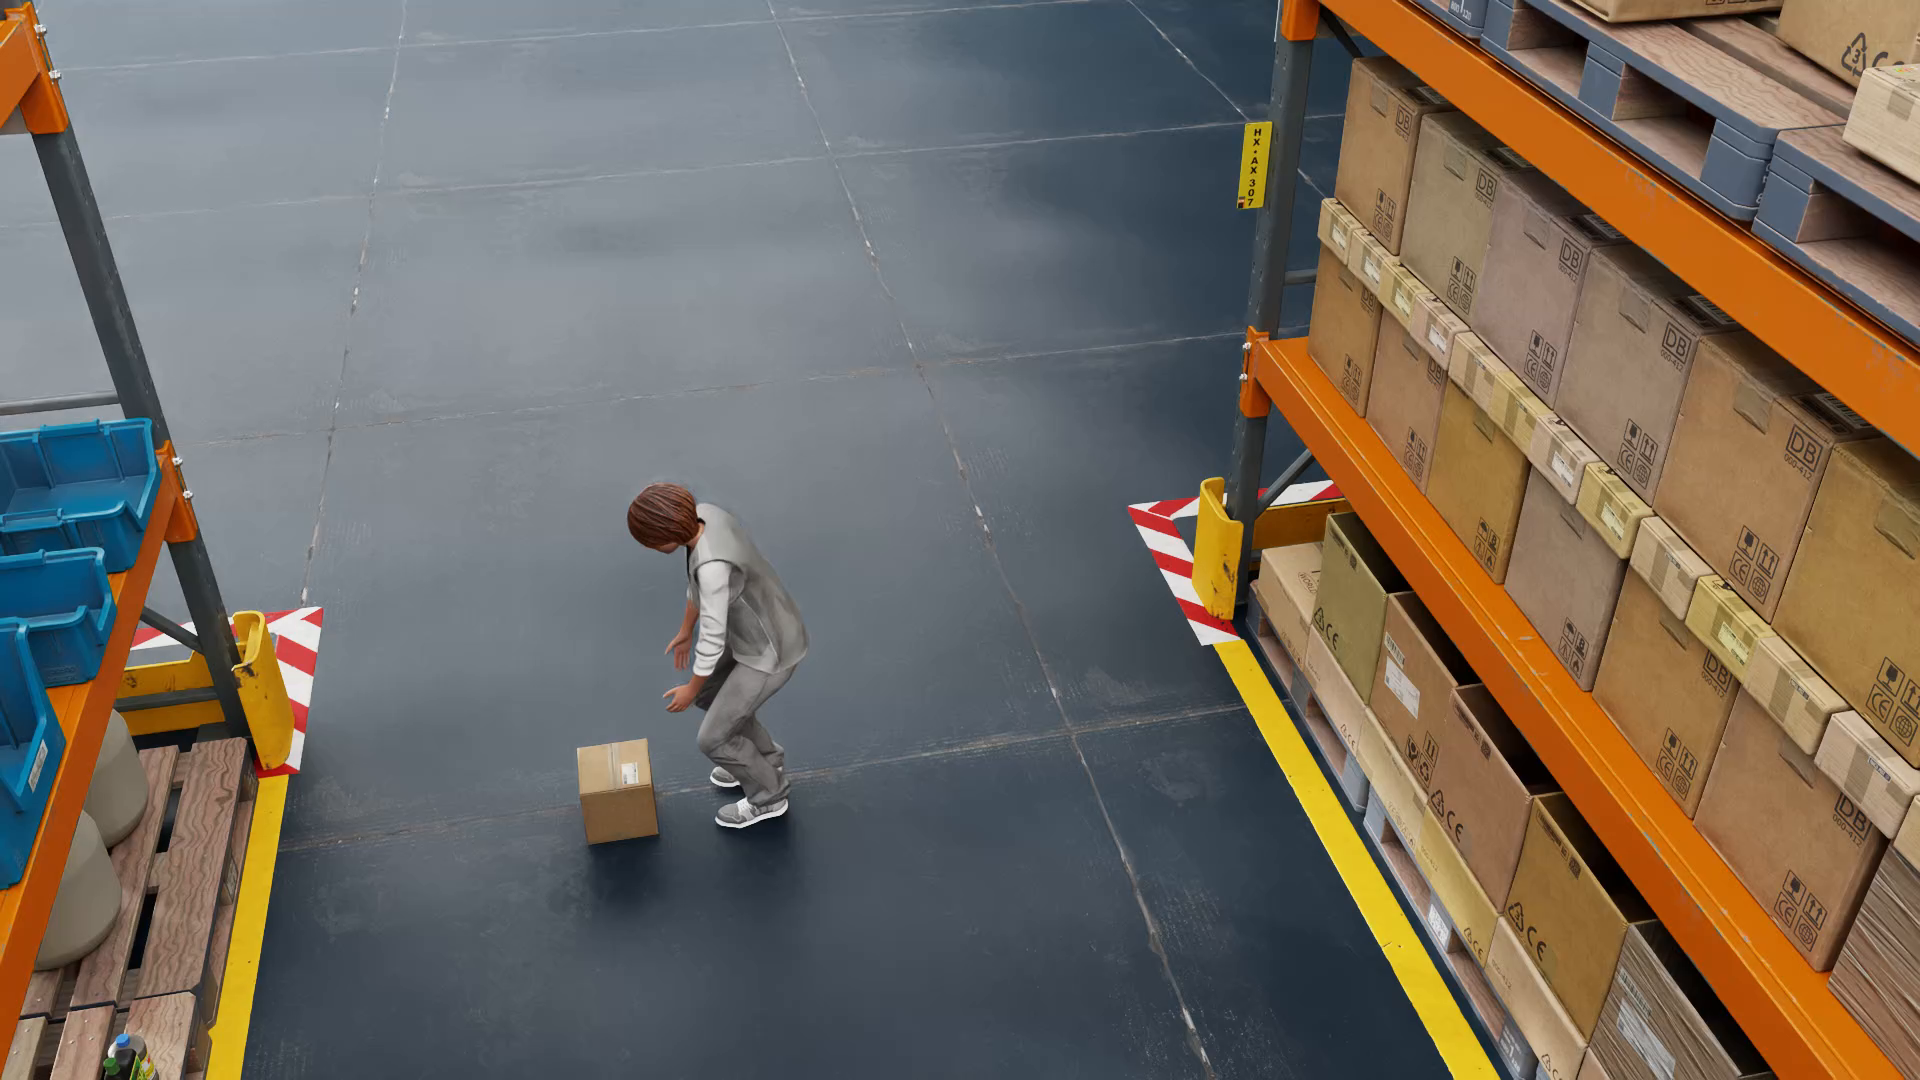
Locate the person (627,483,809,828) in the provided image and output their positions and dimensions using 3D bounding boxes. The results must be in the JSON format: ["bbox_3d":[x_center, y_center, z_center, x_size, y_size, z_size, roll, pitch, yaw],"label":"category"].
[{"bbox_3d":[-0.798,0.396,5.746,0.560,1.423,0.456,-7,35,-10],"label":"person"}]
